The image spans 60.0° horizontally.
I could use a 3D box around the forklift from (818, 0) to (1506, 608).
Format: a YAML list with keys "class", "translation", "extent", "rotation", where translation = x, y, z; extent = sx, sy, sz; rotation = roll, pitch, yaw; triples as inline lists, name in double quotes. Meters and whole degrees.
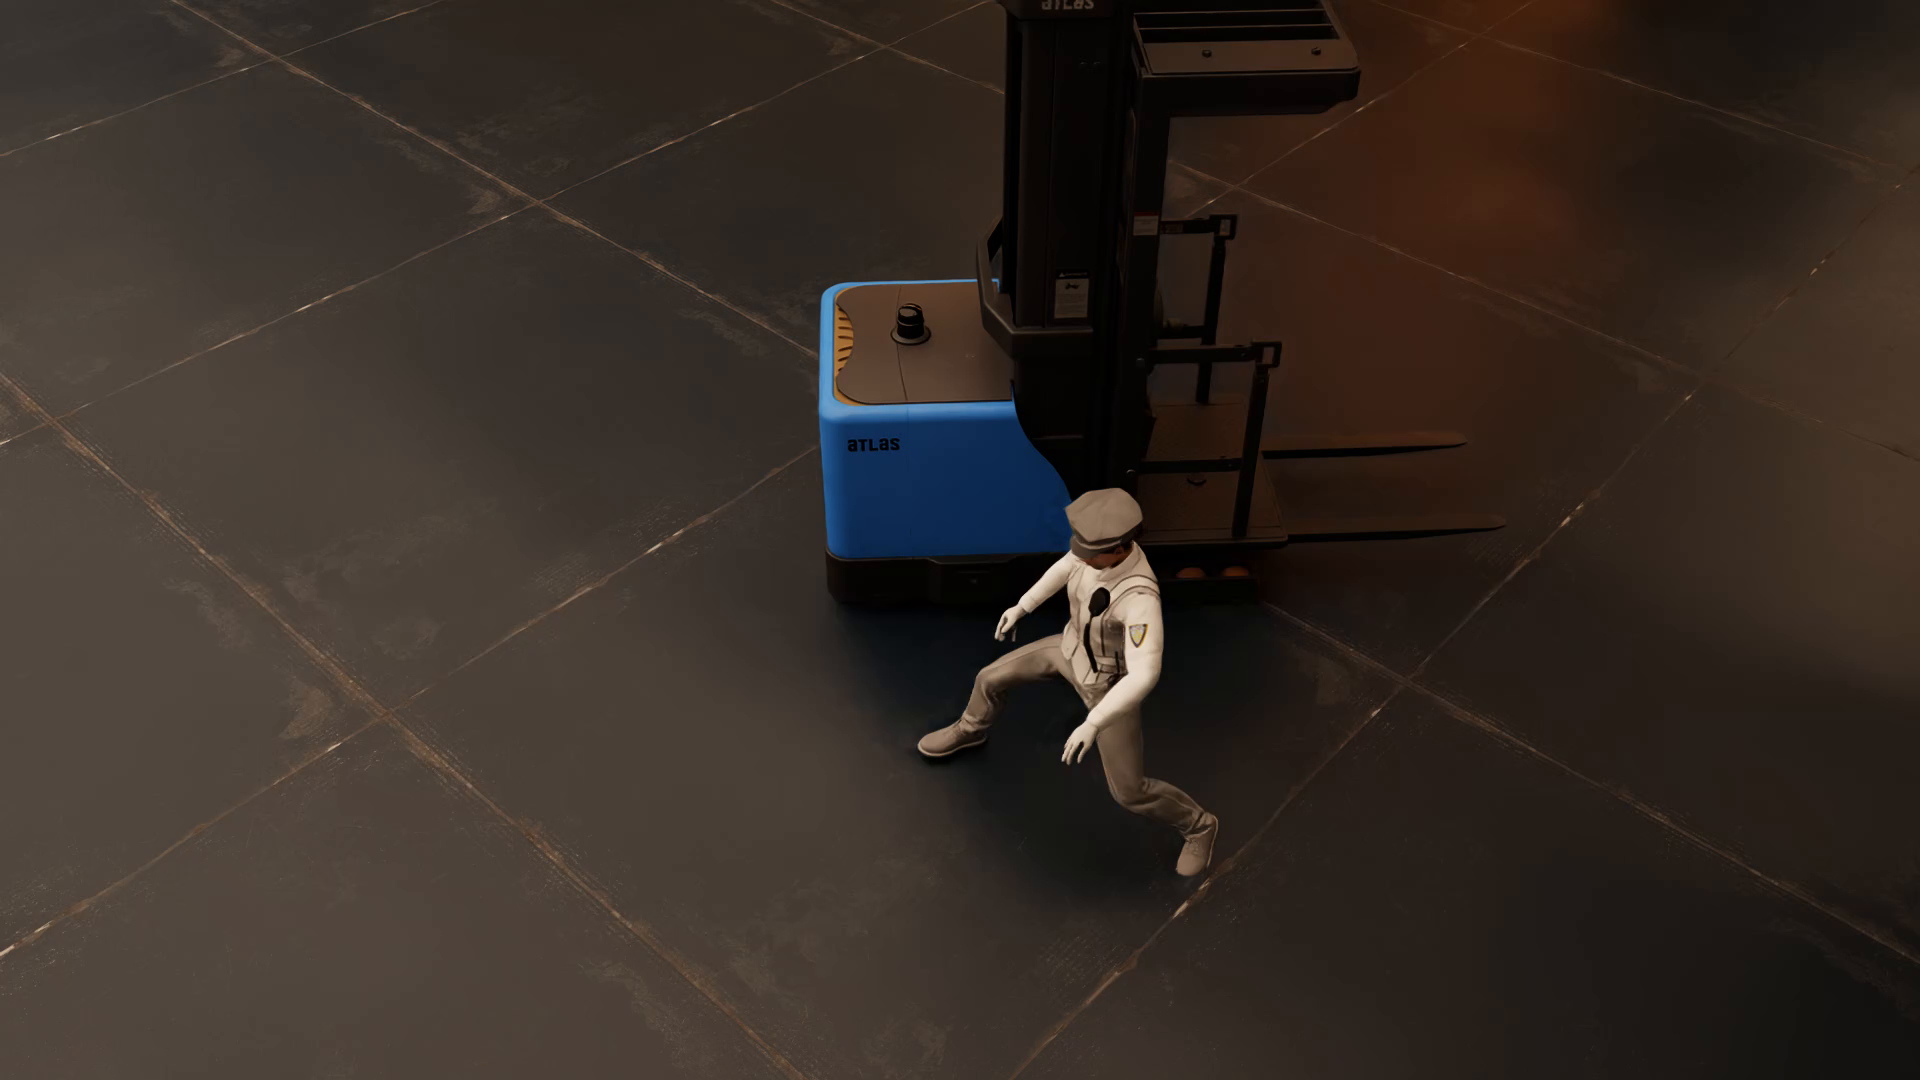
- class: "forklift"
  translation: [0.908, -1.175, 6.797]
  extent: [3.031, 2.935, 1.130]
  rotation: [-2, 41, -2]

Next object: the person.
- class: "person"
  translation: [0.427, 0.484, 6.017]
  extent: [0.946, 1.511, 0.978]
  rotation: [-14, 42, -15]
